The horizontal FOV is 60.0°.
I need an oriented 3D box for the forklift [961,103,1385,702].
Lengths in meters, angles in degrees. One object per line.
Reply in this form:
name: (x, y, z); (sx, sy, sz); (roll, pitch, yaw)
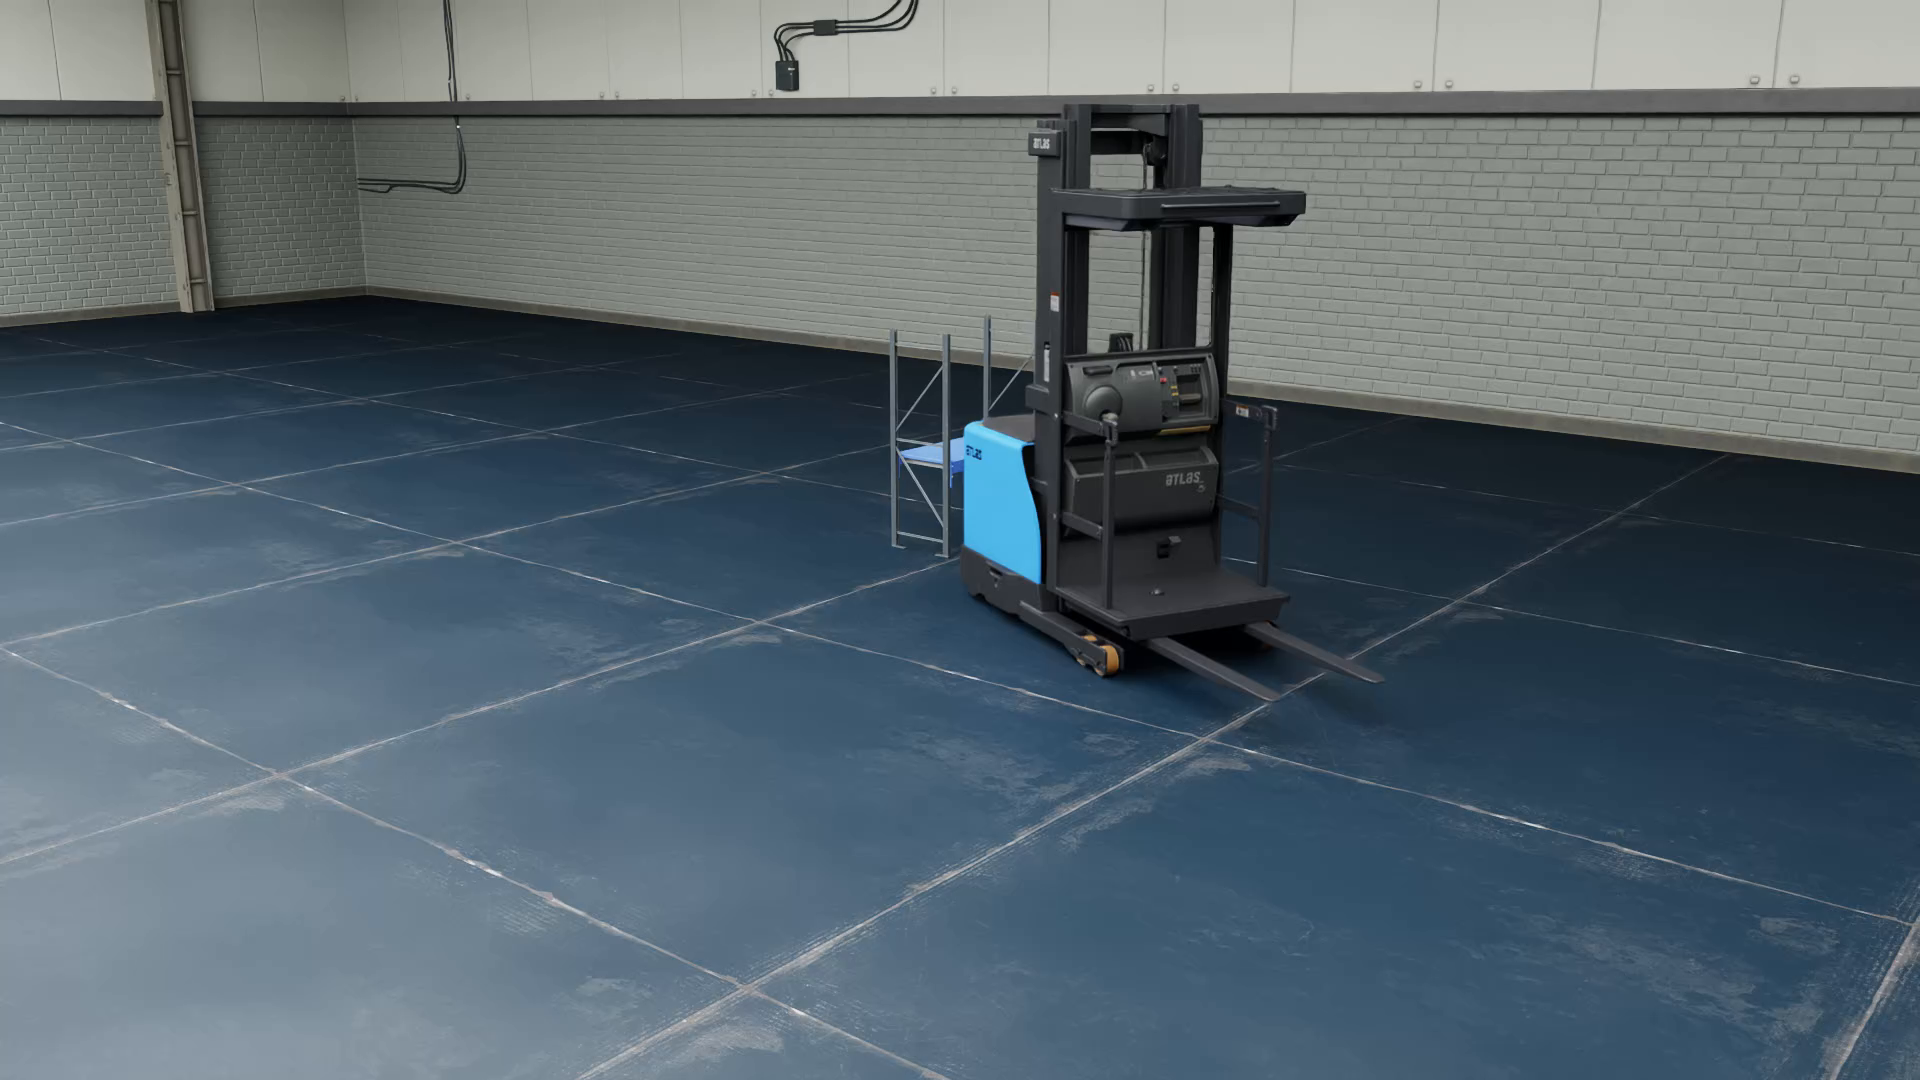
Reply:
forklift: (1.101, -0.823, 8.911); (1.130, 2.935, 3.031); (-7, 16, -25)

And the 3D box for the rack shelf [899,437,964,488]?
rack shelf: (0.054, -0.569, 11.547); (0.538, 0.185, 1.000); (11, 18, 38)

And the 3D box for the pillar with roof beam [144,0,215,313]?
pillar with roof beam: (-8.303, -7.198, 21.680); (9.100, 9.000, 0.400); (11, 18, 38)

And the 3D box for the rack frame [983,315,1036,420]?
rack frame: (0.373, -0.841, 11.886); (0.500, 1.500, 0.032); (11, 18, 38)

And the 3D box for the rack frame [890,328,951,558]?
rack frame: (-0.266, -0.646, 11.119); (0.500, 1.500, 0.032); (11, 18, 38)

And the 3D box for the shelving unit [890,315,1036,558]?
shelving unit: (0.054, -0.743, 11.503); (0.538, 1.500, 1.048); (11, 18, 38)

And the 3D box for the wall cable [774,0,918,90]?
wall cable: (-1.397, -8.400, 19.505); (2.305, 6.003, 0.169); (11, 18, 38)

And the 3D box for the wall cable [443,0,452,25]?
wall cable: (-6.667, -8.748, 23.831); (3.097, 2.526, 0.112); (11, 18, 38)

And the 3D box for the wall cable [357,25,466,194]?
wall cable: (-8.771, -6.719, 26.101); (3.097, 2.526, 0.112); (11, 18, 38)
